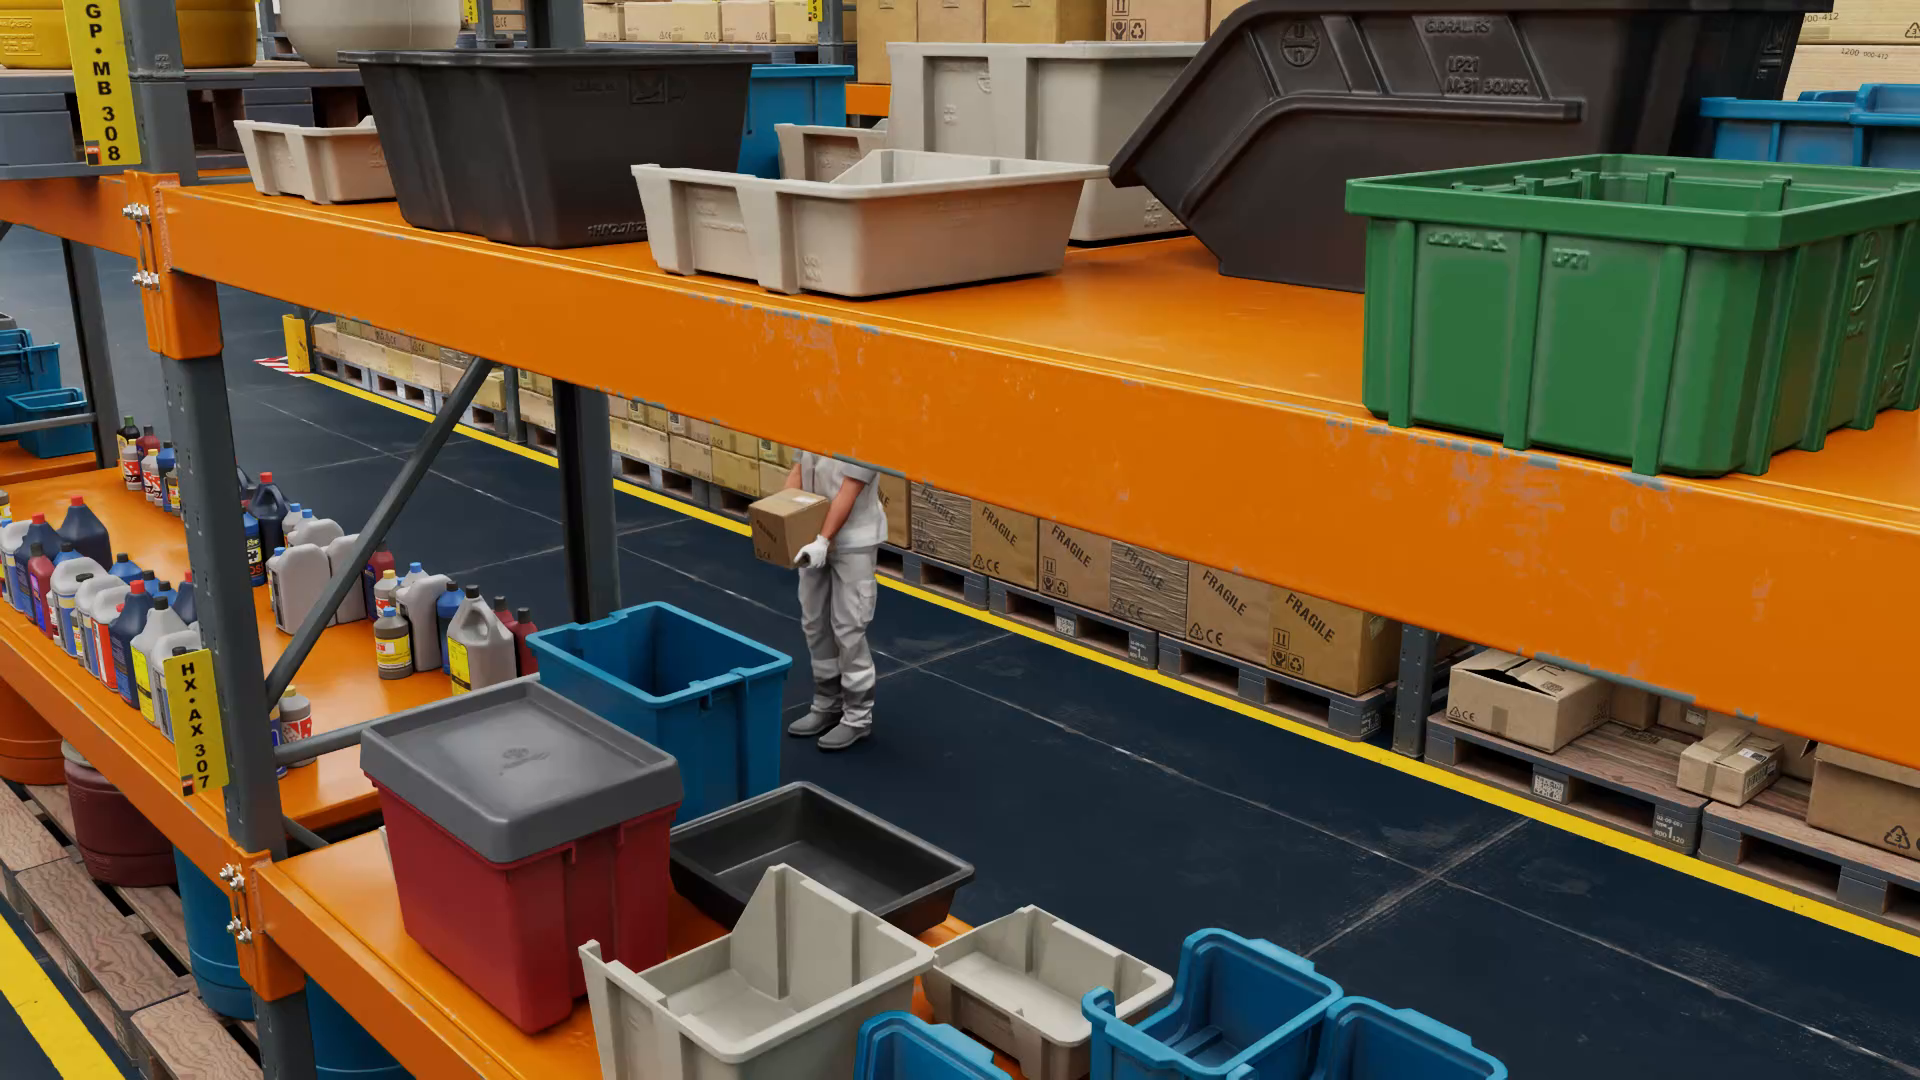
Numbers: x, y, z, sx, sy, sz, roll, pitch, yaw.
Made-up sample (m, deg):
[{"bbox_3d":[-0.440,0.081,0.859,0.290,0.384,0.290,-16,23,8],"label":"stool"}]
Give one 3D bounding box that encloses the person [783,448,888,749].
[{"bbox_3d":[-0.591,0.049,7.347,0.553,1.787,0.495,-16,23,-42],"label":"person"}]
